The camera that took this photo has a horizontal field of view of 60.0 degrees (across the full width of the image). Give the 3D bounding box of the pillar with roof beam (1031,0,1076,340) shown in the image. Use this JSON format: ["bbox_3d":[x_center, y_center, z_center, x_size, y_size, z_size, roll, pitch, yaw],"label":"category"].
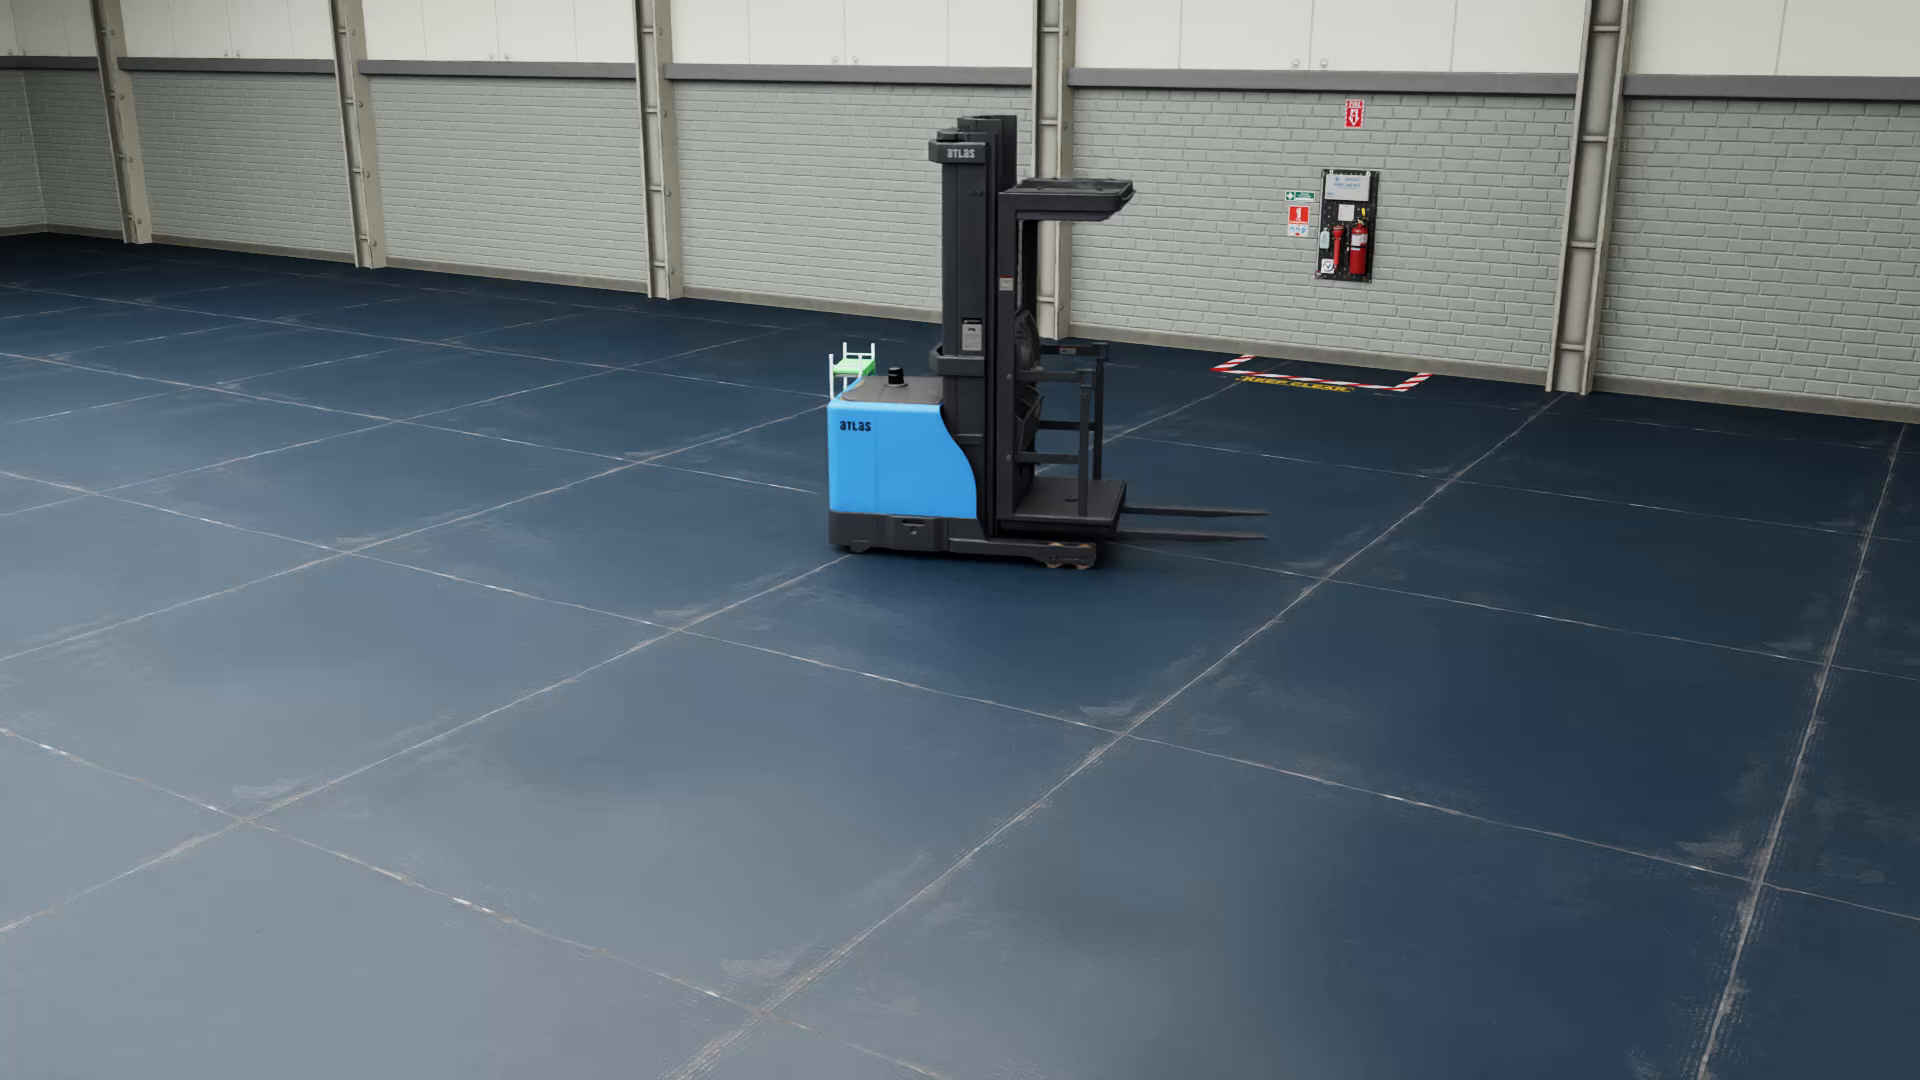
[{"bbox_3d":[-1.185,-5.672,15.070,0.400,9.000,9.100,10,20,30],"label":"pillar with roof beam"}]

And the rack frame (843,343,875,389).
[{"bbox_3d":[-0.772,-0.928,12.870,0.240,1.200,0.015,2,17,8],"label":"rack frame"}]

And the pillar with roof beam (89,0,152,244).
[{"bbox_3d":[-16.523,-8.410,24.083,0.400,9.000,9.100,10,20,30],"label":"pillar with roof beam"}]

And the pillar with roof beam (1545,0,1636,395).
[{"bbox_3d":[3.928,-4.759,12.065,0.400,9.000,9.100,10,20,30],"label":"pillar with roof beam"}]

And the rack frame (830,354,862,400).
[{"bbox_3d":[-0.840,-0.787,12.408,0.240,1.200,0.015,2,17,8],"label":"rack frame"}]

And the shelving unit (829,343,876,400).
[{"bbox_3d":[-0.806,-0.857,12.639,0.258,1.200,0.503,2,17,8],"label":"shelving unit"}]

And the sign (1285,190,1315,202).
[{"bbox_3d":[3.677,-3.717,17.985,0.331,0.109,0.001,10,20,30],"label":"sign"}]

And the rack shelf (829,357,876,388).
[{"bbox_3d":[-0.806,-1.255,12.518,0.258,0.148,0.480,2,17,8],"label":"rack shelf"}]

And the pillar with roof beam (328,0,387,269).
[{"bbox_3d":[-11.410,-7.497,21.079,0.400,9.000,9.100,10,20,30],"label":"pillar with roof beam"}]

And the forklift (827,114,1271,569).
[{"bbox_3d":[0.648,-1.373,11.359,3.031,2.935,1.130,3,17,10],"label":"forklift"}]

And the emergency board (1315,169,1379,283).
[{"bbox_3d":[4.095,-3.340,17.716,0.643,1.169,0.194,10,20,30],"label":"emergency board"}]

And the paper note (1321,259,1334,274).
[{"bbox_3d":[3.981,-2.963,17.989,0.142,0.148,0.016,10,20,30],"label":"paper note"}]

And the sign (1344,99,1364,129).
[{"bbox_3d":[4.141,-4.475,17.464,0.199,0.298,0.001,10,20,30],"label":"sign"}]

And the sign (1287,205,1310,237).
[{"bbox_3d":[3.678,-3.467,18.072,0.234,0.329,0.001,10,20,30],"label":"sign"}]

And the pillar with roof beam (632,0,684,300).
[{"bbox_3d":[-6.297,-6.584,18.074,0.400,9.000,9.100,10,20,30],"label":"pillar with roof beam"}]
